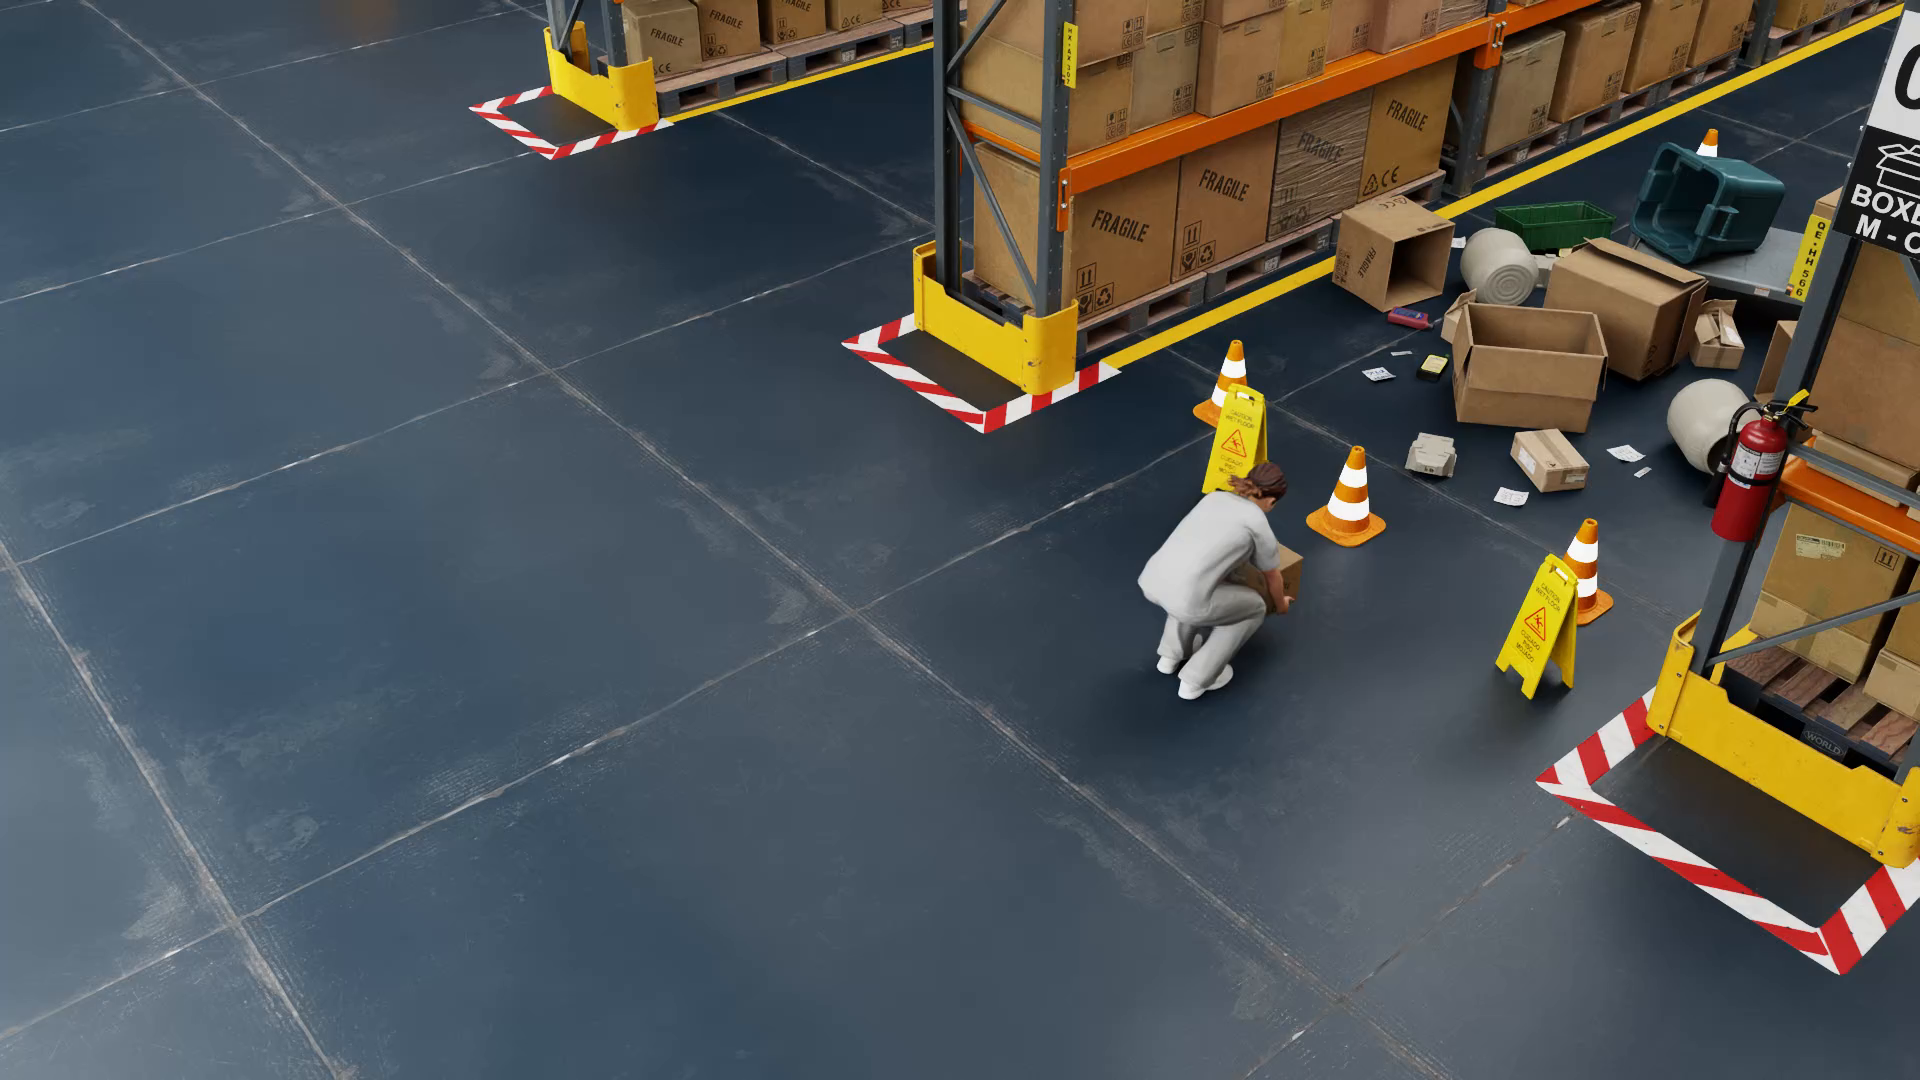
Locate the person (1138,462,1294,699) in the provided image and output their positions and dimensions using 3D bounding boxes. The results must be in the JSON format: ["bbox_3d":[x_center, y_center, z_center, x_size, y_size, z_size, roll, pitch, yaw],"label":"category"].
[{"bbox_3d":[1.154,0.188,7.457,0.838,0.929,0.455,-28,44,-33],"label":"person"}]
